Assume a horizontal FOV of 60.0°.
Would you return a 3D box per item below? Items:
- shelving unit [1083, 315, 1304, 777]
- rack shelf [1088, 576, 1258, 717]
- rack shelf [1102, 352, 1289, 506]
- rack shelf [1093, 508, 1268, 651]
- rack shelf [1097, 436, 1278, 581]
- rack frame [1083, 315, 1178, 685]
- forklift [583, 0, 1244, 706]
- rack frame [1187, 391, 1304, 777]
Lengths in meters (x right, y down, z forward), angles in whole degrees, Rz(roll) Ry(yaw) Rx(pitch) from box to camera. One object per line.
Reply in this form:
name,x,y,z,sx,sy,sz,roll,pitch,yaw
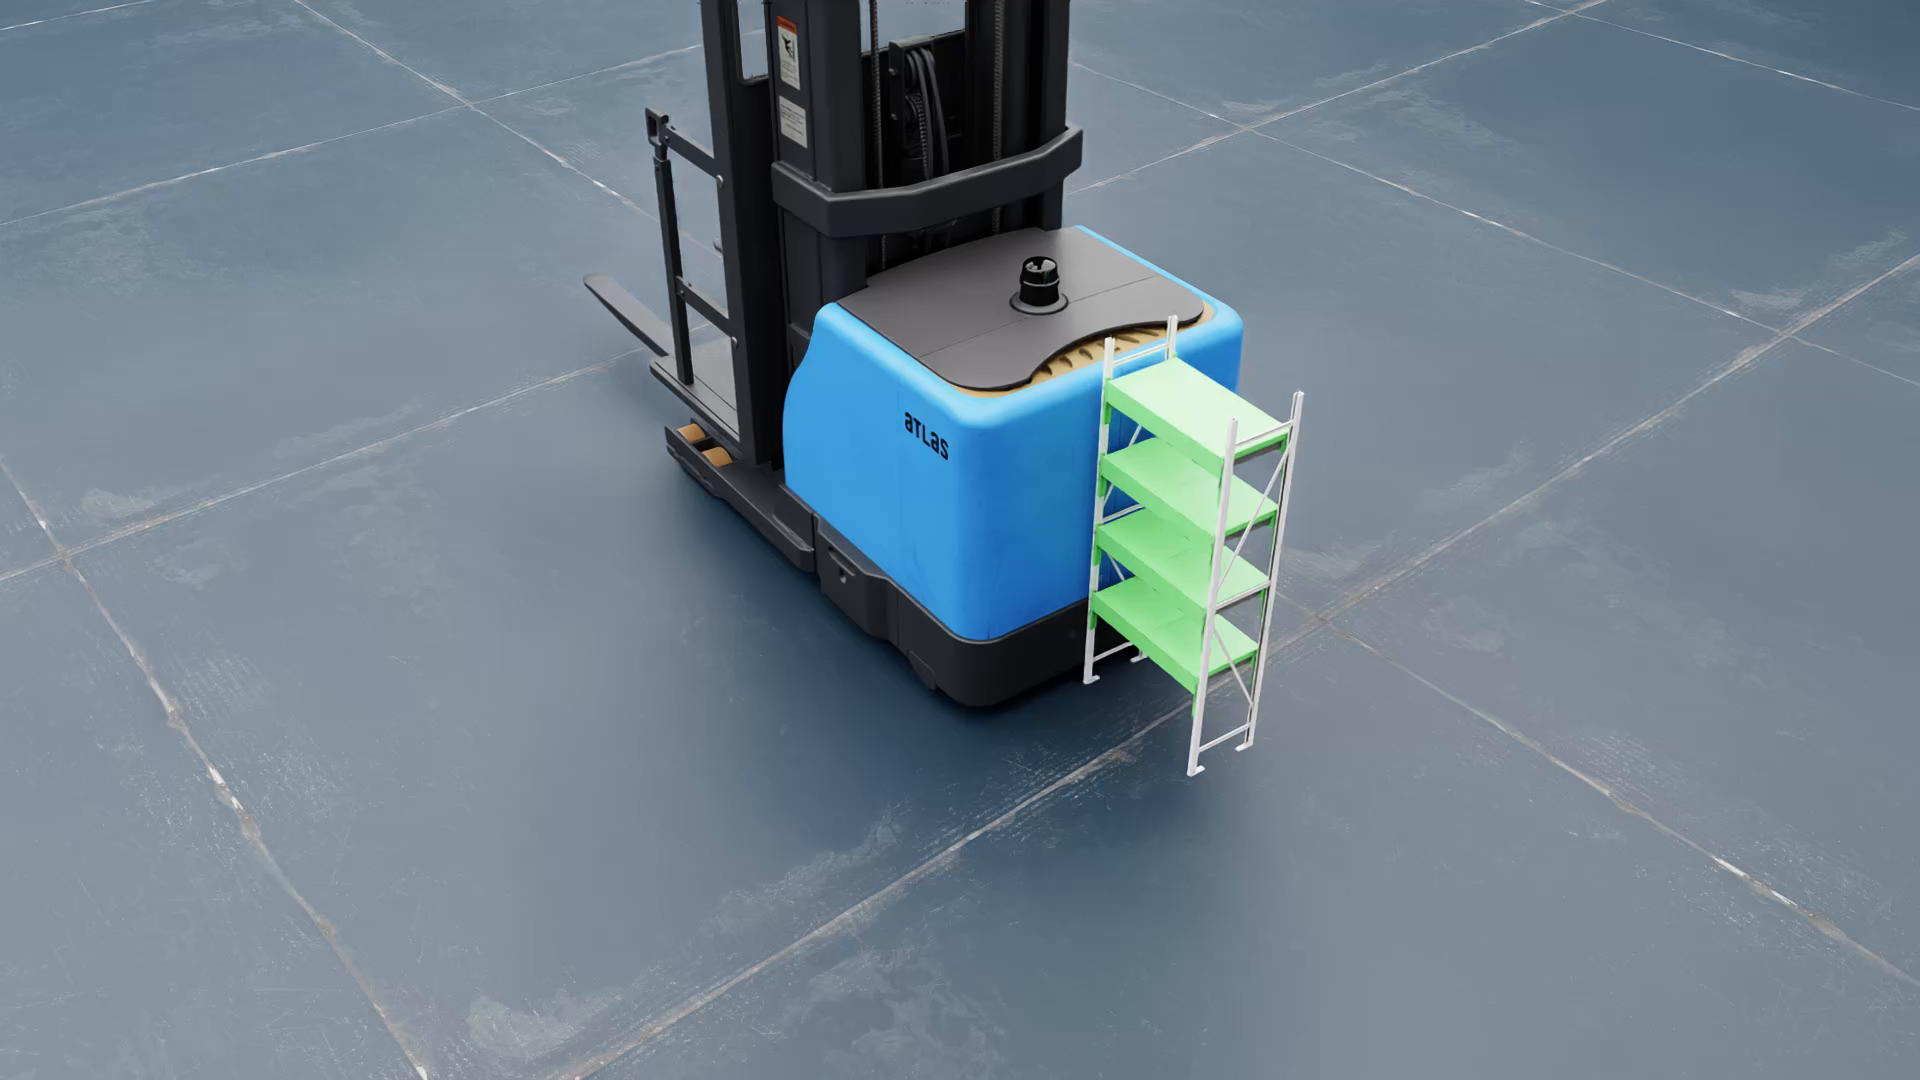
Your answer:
shelving unit,0.624,0.035,4.658,0.258,1.200,0.503,-22,41,-27
rack shelf,0.622,0.281,4.836,0.258,0.148,0.480,-22,41,-27
rack shelf,0.626,-0.303,4.415,0.258,0.148,0.480,-22,41,-27
rack shelf,0.623,0.087,4.696,0.258,0.148,0.480,-22,41,-27
rack shelf,0.625,-0.108,4.555,0.258,0.148,0.480,-22,41,-27
rack frame,0.486,-0.084,4.821,0.240,1.200,0.015,-22,41,-27
forklift,-0.419,-1.508,5.343,1.130,2.935,3.031,-22,41,-28
rack frame,0.761,0.153,4.495,0.240,1.200,0.015,-22,41,-27
